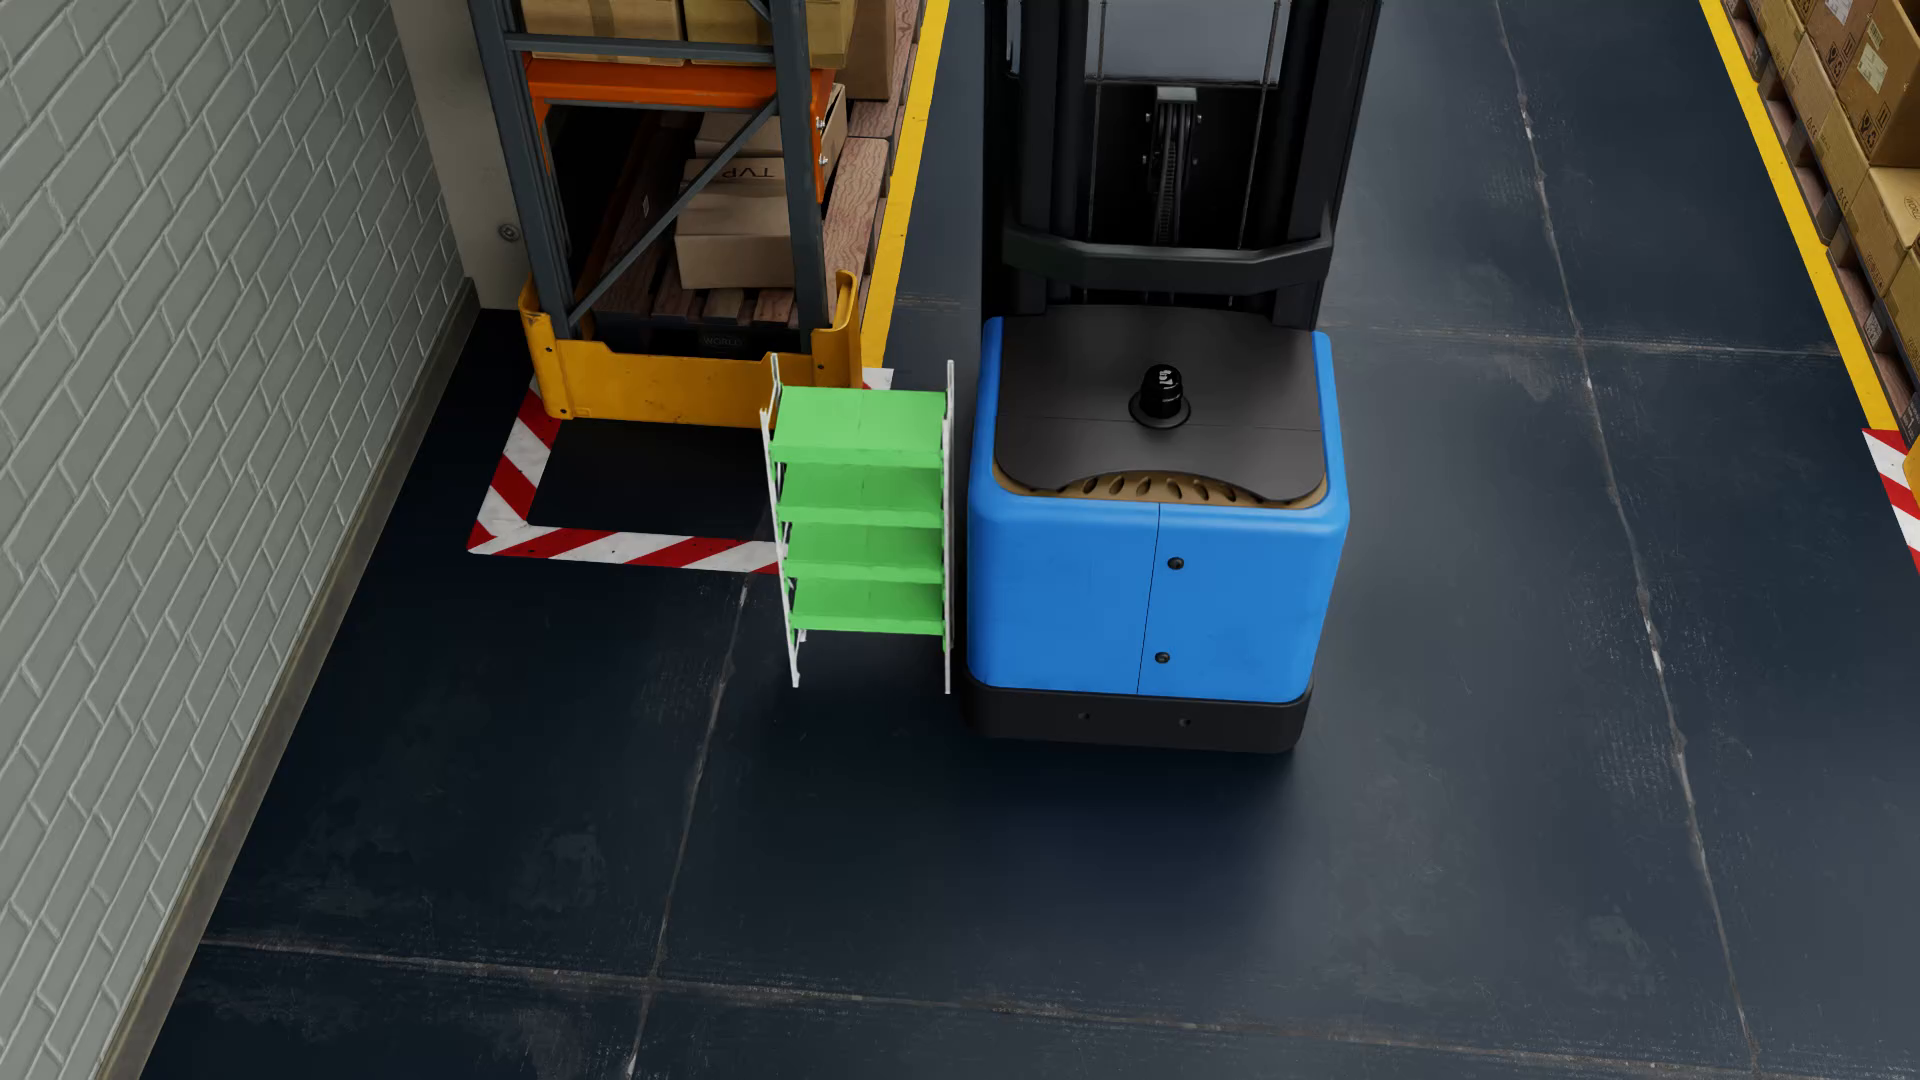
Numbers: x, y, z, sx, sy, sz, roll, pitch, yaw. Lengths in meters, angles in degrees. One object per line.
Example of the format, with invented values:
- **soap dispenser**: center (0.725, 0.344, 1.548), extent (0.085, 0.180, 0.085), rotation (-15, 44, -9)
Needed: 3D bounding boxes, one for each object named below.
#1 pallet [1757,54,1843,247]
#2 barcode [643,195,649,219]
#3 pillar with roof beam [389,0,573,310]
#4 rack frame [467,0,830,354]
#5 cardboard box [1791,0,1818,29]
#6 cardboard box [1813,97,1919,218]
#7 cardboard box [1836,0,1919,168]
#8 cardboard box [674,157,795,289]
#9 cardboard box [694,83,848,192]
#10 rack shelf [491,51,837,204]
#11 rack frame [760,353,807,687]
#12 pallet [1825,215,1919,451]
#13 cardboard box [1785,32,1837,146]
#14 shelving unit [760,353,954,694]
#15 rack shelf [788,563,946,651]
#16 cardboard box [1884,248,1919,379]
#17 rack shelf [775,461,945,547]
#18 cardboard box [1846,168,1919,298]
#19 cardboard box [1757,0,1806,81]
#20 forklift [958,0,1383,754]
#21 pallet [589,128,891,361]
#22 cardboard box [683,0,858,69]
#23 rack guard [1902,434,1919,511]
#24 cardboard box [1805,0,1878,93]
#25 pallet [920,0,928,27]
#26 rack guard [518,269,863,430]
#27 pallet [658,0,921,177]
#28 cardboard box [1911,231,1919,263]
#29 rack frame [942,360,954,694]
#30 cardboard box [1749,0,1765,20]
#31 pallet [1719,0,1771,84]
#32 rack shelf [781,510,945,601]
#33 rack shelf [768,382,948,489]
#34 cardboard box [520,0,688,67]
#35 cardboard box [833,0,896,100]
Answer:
- **pallet**: center (4.109, -1.686, 7.149), extent (1.003, 0.211, 1.213), rotation (4, 48, 4)
- **barcode**: center (-1.210, -1.285, 6.411), extent (0.001, 0.075, 0.075), rotation (4, 48, 4)
- **pillar with roof beam**: center (2.523, -3.806, 3.133), extent (9.100, 9.000, 0.400), rotation (4, 48, 4)
- **rack frame**: center (-0.966, -1.499, 5.088), extent (1.000, 3.000, 0.127), rotation (4, 48, 4)
- **cardboard box**: center (3.887, -2.520, 7.093), extent (0.500, 0.500, 0.500), rotation (4, 48, 4)
- **cardboard box**: center (3.799, -1.532, 6.697), extent (0.500, 0.250, 0.500), rotation (4, 48, 4)
- **cardboard box**: center (3.796, -1.785, 6.420), extent (0.500, 0.500, 0.500), rotation (4, 48, 4)
- **cardboard box**: center (-0.814, -1.242, 6.377), extent (0.500, 0.311, 0.500), rotation (-1, 48, -1)
- **cardboard box**: center (-0.762, -1.661, 6.760), extent (0.500, 0.311, 0.500), rotation (7, 48, 7)
- **rack shelf**: center (-0.784, -2.725, 6.698), extent (1.077, 0.370, 4.000), rotation (4, 48, 4)
- **rack frame**: center (-0.520, -0.022, 4.957), extent (0.015, 1.200, 0.240), rotation (2, 48, 2)
- **pallet**: center (3.995, -0.792, 6.331), extent (1.003, 0.211, 1.213), rotation (4, 48, 4)
- **cardboard box**: center (3.847, -1.899, 7.033), extent (0.500, 0.250, 0.500), rotation (4, 48, 4)
- **shelving unit**: center (-0.276, -0.012, 4.948), extent (0.503, 1.200, 0.258), rotation (2, 48, 2)
- **rack shelf**: center (-0.276, 0.193, 5.172), extent (0.480, 0.148, 0.258), rotation (2, 48, 2)
- **cardboard box**: center (3.722, -0.796, 6.024), extent (0.500, 0.250, 0.500), rotation (4, 48, 4)
- **rack shelf**: center (-0.276, -0.131, 4.818), extent (0.480, 0.148, 0.258), rotation (2, 48, 2)
- **cardboard box**: center (3.755, -1.164, 6.361), extent (0.500, 0.250, 0.500), rotation (4, 48, 4)
- **cardboard box**: center (3.886, -2.267, 7.369), extent (0.500, 0.250, 0.500), rotation (4, 48, 4)
- **forklift**: center (0.630, -1.427, 5.069), extent (1.130, 2.935, 3.031), rotation (3, 48, 3)
- **pallet**: center (-0.850, -1.208, 6.712), extent (1.003, 0.211, 1.213), rotation (4, 48, 4)
- **cardboard box**: center (-0.606, -1.792, 5.444), extent (0.500, 0.250, 0.500), rotation (3, 48, 2)
- **rack guard**: center (3.965, -0.307, 5.692), extent (1.175, 0.500, 0.348), rotation (4, 48, 4)
- **cardboard box**: center (3.843, -2.152, 6.756), extent (0.500, 0.500, 0.500), rotation (4, 48, 4)
- **pallet**: center (-0.628, -3.001, 8.352), extent (1.003, 0.211, 1.213), rotation (4, 48, 4)
- **rack guard**: center (-0.959, -0.711, 6.061), extent (1.175, 0.500, 0.348), rotation (4, 48, 4)
- **pallet**: center (-0.736, -2.102, 7.529), extent (1.003, 0.211, 1.213), rotation (4, 48, 4)
- **cardboard box**: center (3.720, -1.049, 5.747), extent (0.500, 0.500, 0.500), rotation (4, 48, 4)
- **rack frame**: center (-0.033, -0.002, 4.938), extent (0.015, 1.200, 0.240), rotation (2, 48, 2)
- **cardboard box**: center (3.937, -2.634, 7.705), extent (0.500, 0.250, 0.500), rotation (4, 48, 4)
- **pallet**: center (4.218, -2.585, 7.971), extent (1.003, 0.211, 1.213), rotation (4, 48, 4)
- **rack shelf**: center (-0.276, 0.031, 4.995), extent (0.480, 0.148, 0.258), rotation (2, 48, 2)
- **rack shelf**: center (-0.276, -0.293, 4.641), extent (0.480, 0.148, 0.258), rotation (2, 48, 2)
- **cardboard box**: center (-1.117, -1.811, 5.462), extent (0.500, 0.250, 0.500), rotation (4, 48, 4)
- **cardboard box**: center (-0.645, -2.260, 7.181), extent (0.700, 0.500, 0.500), rotation (1, 48, 1)
